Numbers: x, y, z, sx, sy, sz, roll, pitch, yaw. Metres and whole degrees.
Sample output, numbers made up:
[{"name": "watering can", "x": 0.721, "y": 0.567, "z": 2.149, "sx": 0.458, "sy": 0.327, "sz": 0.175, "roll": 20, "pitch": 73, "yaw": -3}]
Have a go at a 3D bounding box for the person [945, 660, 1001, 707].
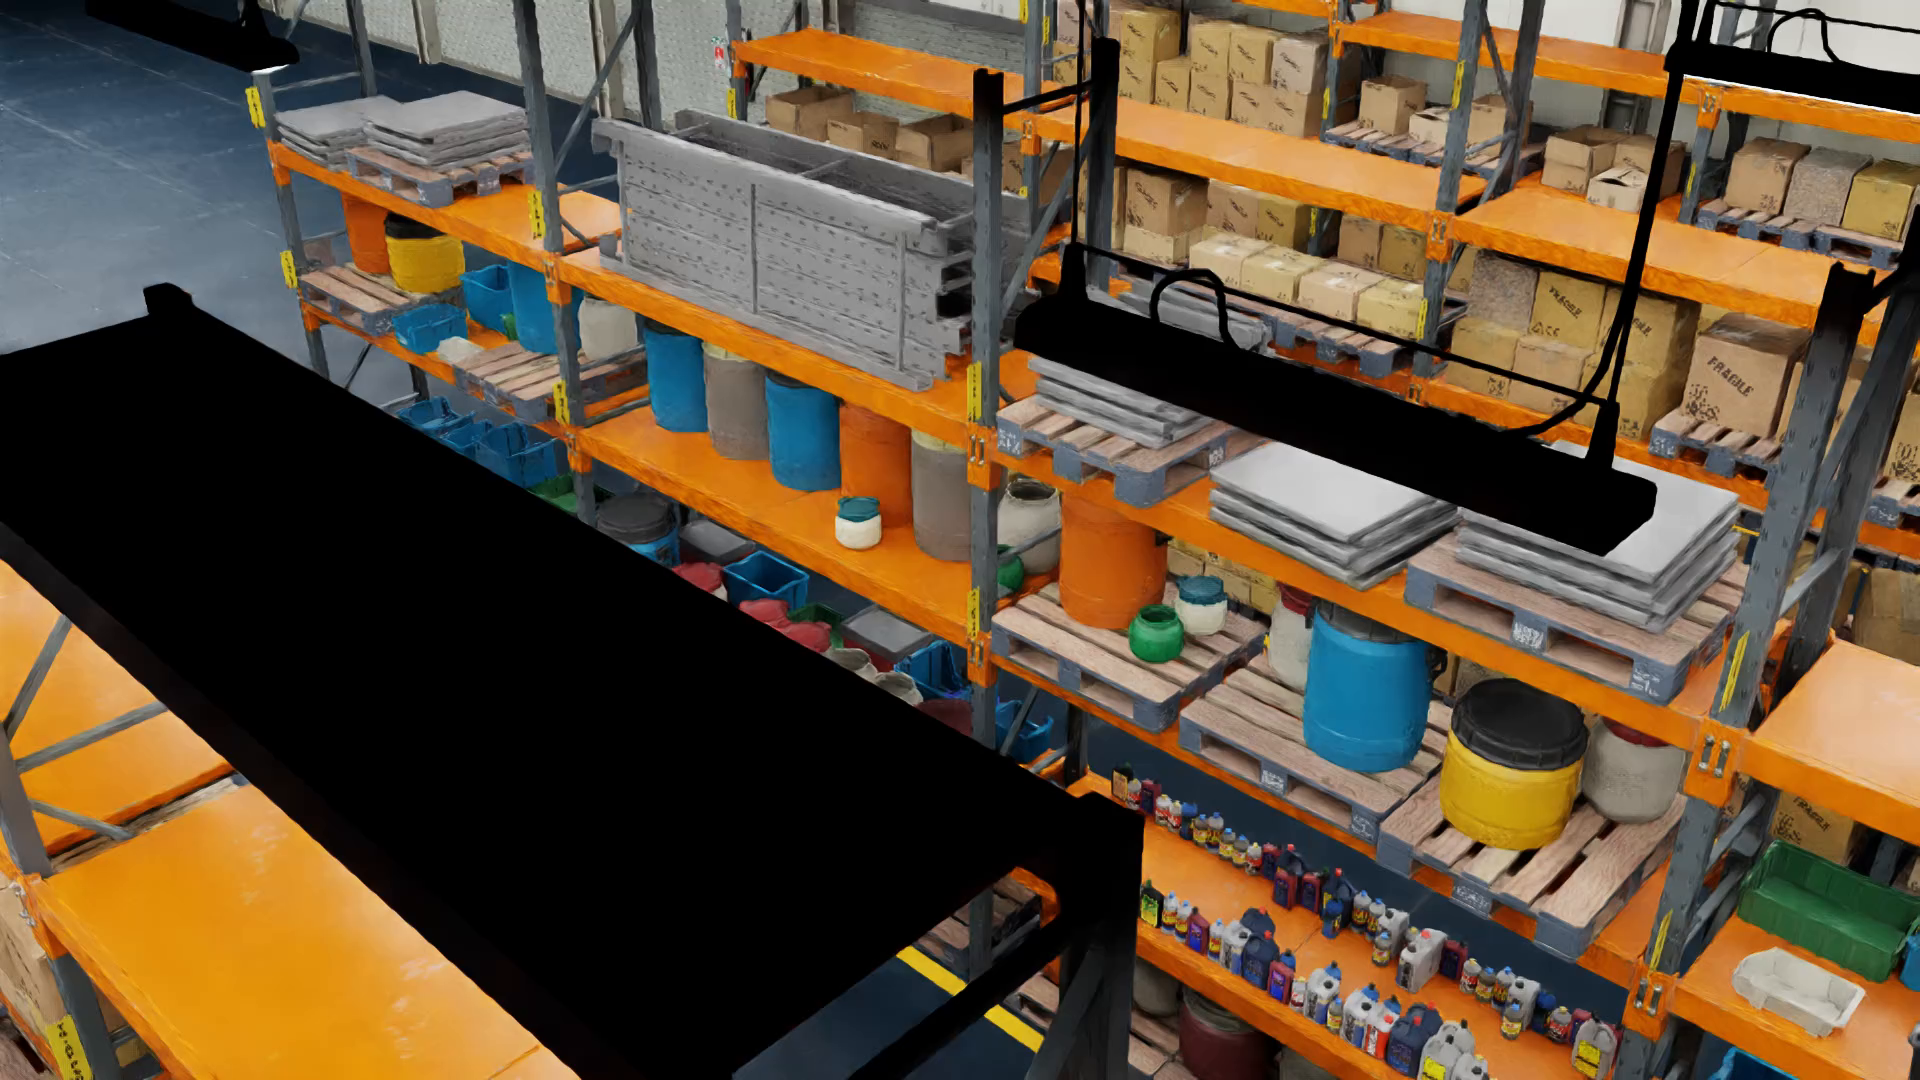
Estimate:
[{"name": "person", "x": 0.023, "y": 1.528, "z": 11.644, "sx": 0.655, "sy": 1.656, "sz": 0.553, "roll": -1, "pitch": 29, "yaw": -2}]
